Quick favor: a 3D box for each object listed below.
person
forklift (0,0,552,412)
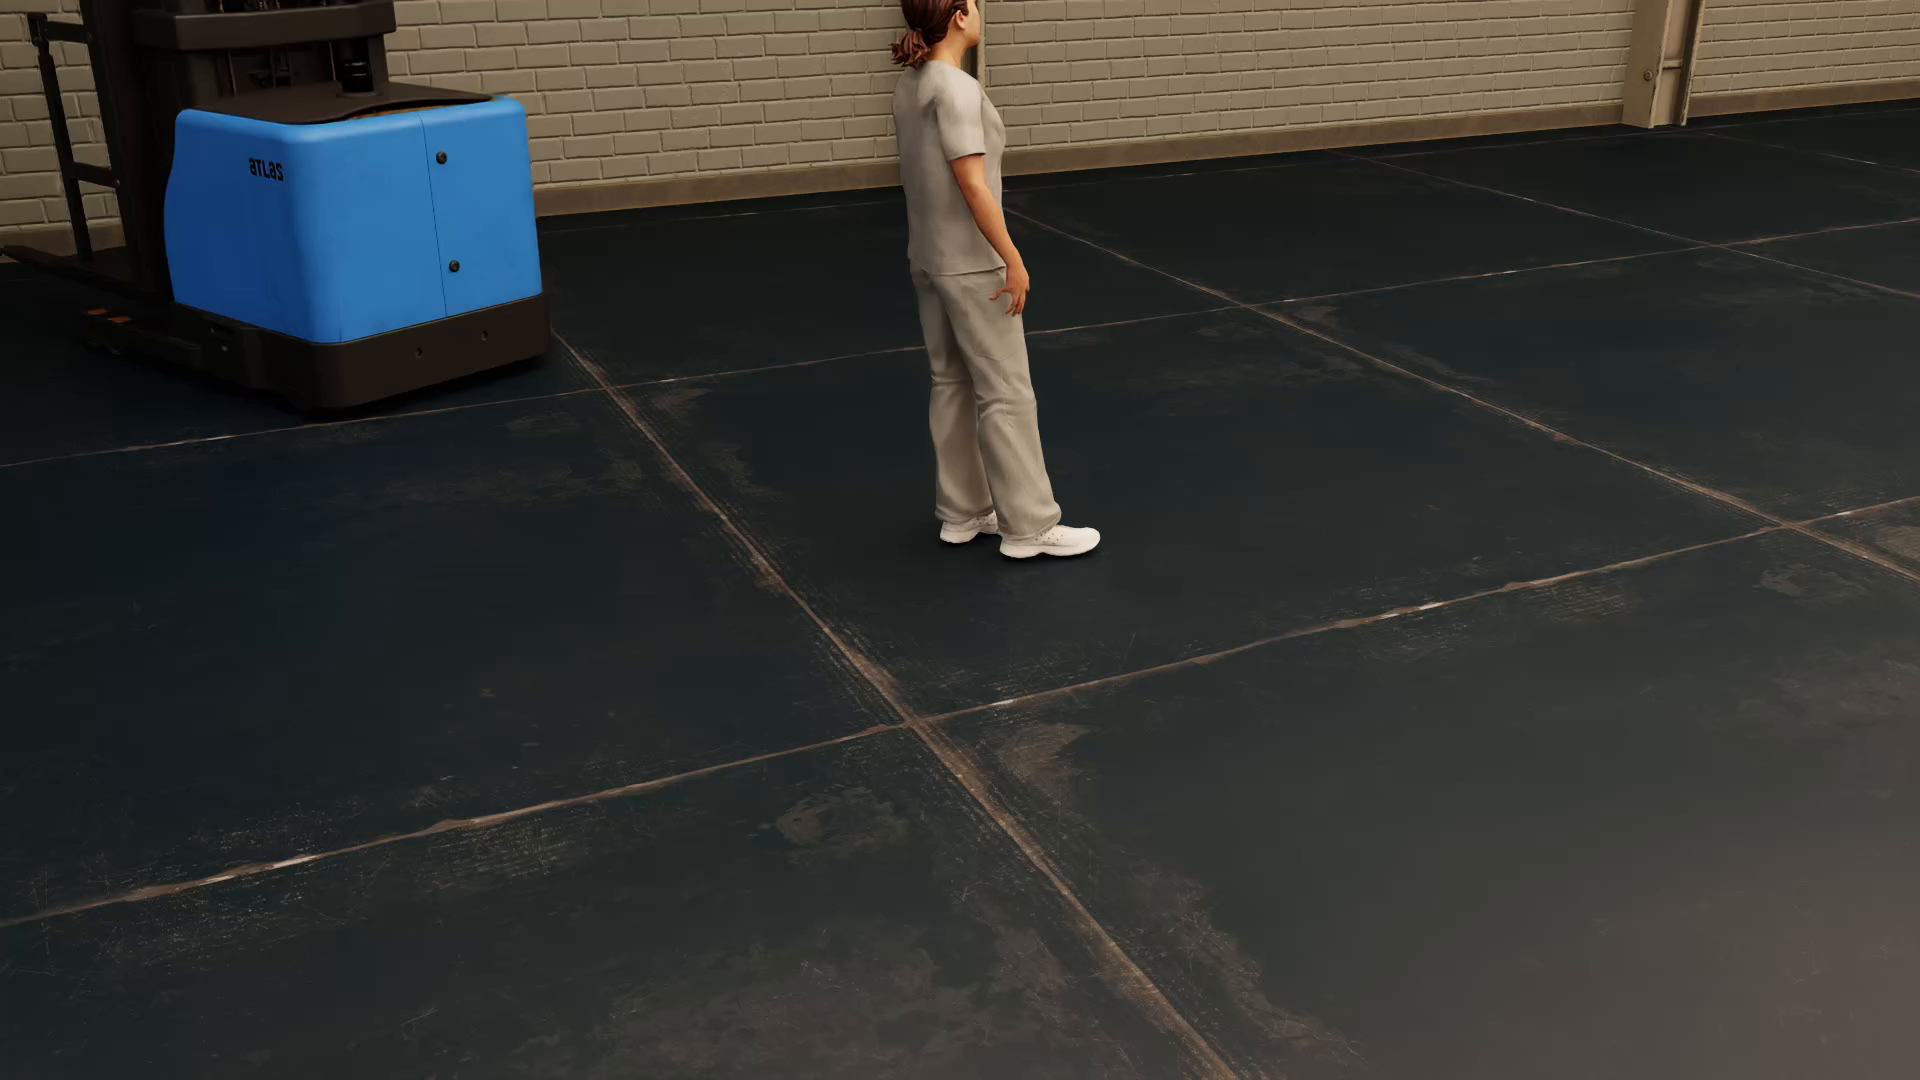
[{"bbox_3d":[0.072,-0.788,4.800,0.549,1.675,0.550,-10,25,-23],"label":"person"},{"bbox_3d":[-3.139,-2.268,6.745,3.031,2.935,1.130,17,28,35],"label":"forklift"}]
